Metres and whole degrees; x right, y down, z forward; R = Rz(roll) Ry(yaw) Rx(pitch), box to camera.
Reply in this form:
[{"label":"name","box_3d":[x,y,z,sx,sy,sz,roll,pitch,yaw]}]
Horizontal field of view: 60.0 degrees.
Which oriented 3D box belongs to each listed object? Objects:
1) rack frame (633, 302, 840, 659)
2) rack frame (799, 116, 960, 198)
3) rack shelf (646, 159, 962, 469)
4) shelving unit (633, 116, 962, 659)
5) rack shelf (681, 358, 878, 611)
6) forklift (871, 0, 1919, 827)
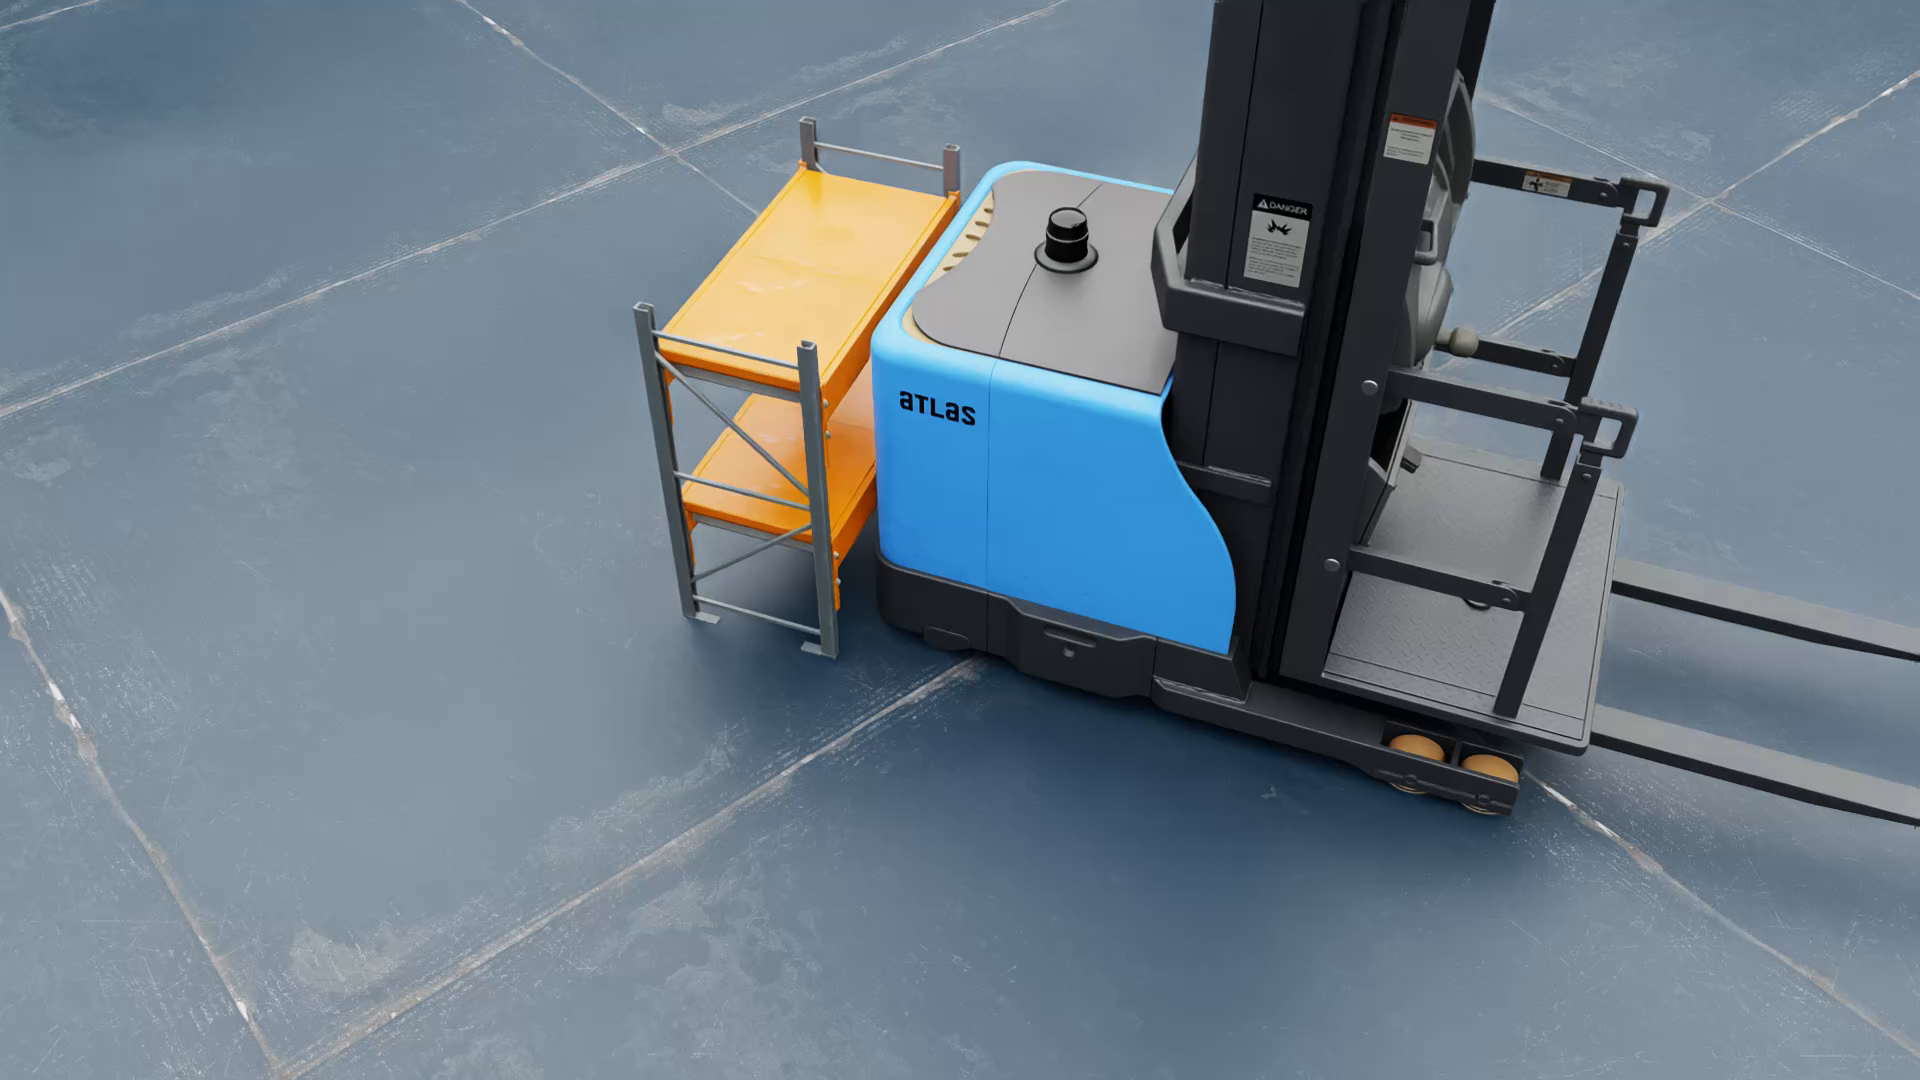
[{"label":"rack frame","box_3d":[-0.594,-0.130,4.567,0.500,1.125,0.032,14,45,15]},{"label":"rack frame","box_3d":[-0.238,-0.782,5.261,0.500,1.125,0.032,14,45,15]},{"label":"rack shelf","box_3d":[-0.416,-0.669,4.714,0.538,0.278,1.000,14,45,15]},{"label":"shelving unit","box_3d":[-0.416,-0.456,4.914,0.538,1.125,1.048,14,45,15]},{"label":"rack shelf","box_3d":[-0.416,-0.278,5.081,0.538,0.278,1.000,14,45,15]},{"label":"forklift","box_3d":[1.325,-0.747,3.904,3.031,2.935,1.130,15,45,15]}]
